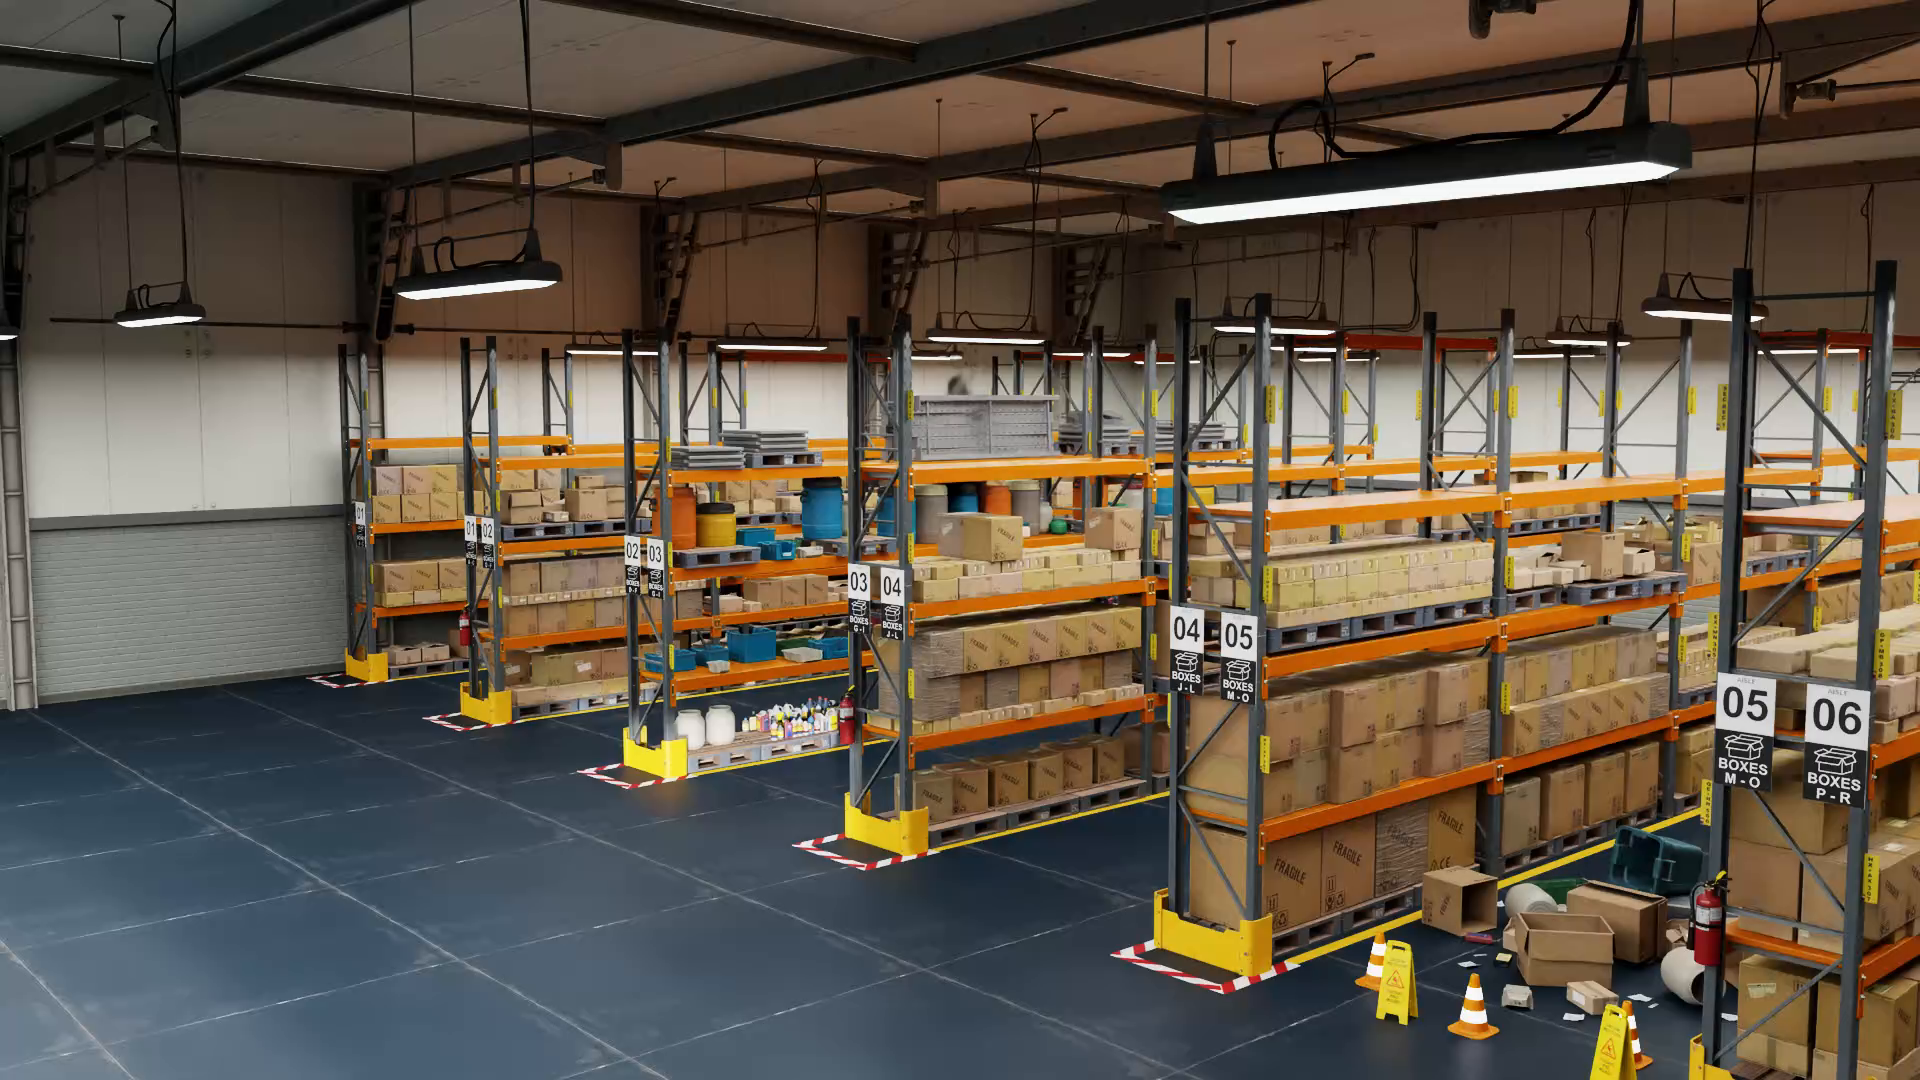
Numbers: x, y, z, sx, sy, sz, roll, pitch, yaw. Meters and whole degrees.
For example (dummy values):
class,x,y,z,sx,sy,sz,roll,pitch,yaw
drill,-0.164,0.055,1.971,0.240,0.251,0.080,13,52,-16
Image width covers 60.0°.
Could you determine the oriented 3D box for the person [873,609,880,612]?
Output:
class,x,y,z,sx,sy,sz,roll,pitch,yaw
person,-1.828,1.248,34.635,0.537,1.585,0.893,4,6,37
